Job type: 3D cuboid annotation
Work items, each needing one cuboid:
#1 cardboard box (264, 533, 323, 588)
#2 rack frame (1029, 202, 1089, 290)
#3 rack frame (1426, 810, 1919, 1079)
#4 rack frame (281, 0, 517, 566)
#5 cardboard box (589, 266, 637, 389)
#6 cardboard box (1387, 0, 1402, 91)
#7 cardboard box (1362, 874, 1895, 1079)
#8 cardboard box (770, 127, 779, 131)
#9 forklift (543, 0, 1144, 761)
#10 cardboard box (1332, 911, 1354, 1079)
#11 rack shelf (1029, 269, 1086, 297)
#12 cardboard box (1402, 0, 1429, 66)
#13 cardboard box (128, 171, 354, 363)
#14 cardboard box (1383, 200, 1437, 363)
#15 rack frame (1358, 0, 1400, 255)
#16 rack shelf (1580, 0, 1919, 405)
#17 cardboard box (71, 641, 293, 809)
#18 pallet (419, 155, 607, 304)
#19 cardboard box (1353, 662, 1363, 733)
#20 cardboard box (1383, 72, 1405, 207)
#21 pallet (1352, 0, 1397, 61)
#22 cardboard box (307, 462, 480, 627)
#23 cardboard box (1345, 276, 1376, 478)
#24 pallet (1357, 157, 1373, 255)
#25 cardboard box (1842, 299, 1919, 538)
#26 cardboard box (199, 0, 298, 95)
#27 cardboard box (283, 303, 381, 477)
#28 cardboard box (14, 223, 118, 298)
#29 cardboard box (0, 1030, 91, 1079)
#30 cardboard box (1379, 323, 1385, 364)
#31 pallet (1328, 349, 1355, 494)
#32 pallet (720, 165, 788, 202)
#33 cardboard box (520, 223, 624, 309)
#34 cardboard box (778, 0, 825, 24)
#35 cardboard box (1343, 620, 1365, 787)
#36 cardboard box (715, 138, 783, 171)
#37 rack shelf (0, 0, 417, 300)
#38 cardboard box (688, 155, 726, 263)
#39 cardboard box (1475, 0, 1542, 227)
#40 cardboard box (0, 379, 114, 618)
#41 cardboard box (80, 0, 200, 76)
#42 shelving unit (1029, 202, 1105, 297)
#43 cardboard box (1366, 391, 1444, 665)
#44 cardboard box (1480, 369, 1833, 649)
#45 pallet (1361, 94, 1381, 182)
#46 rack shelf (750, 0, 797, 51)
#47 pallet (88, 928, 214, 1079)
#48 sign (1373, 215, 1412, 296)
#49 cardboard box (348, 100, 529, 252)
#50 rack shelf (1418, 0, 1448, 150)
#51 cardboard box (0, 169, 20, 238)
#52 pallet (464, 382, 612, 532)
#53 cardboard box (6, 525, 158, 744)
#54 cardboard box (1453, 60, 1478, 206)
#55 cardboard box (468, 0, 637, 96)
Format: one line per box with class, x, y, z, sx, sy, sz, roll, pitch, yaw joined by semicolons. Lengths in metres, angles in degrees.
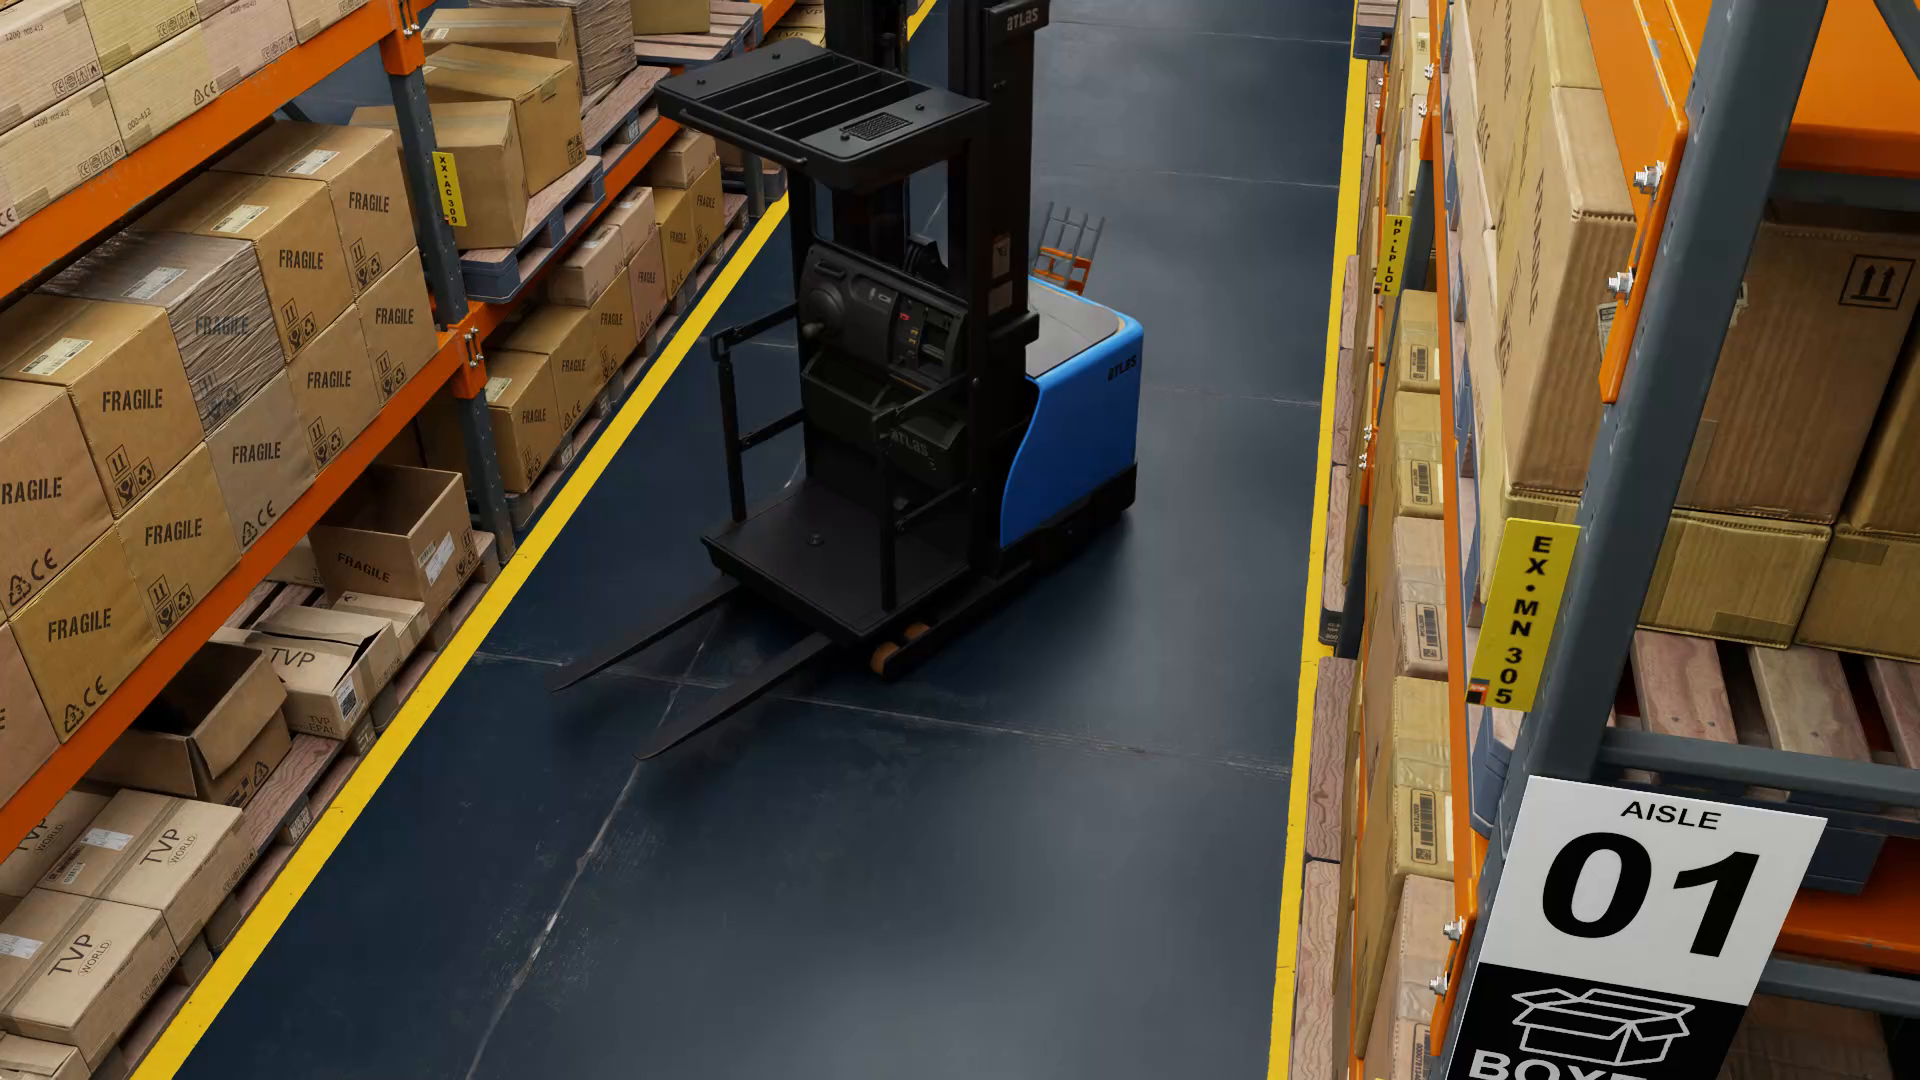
cardboard box;-2.982;-0.062;7.696;0.500;0.311;0.500;7;37;10
rack frame;0.406;-1.177;8.819;0.240;1.200;0.006;24;15;29
rack frame;1.305;1.726;3.313;1.000;3.000;0.127;7;37;10
rack frame;-2.681;-1.186;7.330;1.000;3.000;0.127;7;37;10
cardboard box;-2.122;-1.192;9.093;0.500;0.500;0.500;8;37;11
cardboard box;2.660;-2.783;9.178;0.500;0.500;0.500;8;37;11
cardboard box;1.404;1.311;3.630;0.980;0.700;0.700;9;37;12
cardboard box;-1.428;-3.026;11.377;0.500;0.311;0.500;9;37;12
forklift;-0.488;-0.906;7.003;1.130;2.935;3.031;29;45;34
cardboard box;1.571;1.579;5.288;0.700;0.500;0.500;6;36;8
rack shelf;0.510;-1.363;8.852;0.258;0.103;0.180;24;15;29
cardboard box;2.448;-2.510;8.162;0.500;0.250;0.500;8;37;10
cardboard box;-2.643;-1.015;6.157;0.500;0.500;0.500;7;36;9
cardboard box;2.012;-1.032;6.763;0.500;0.500;0.500;7;36;9
rack frame;3.014;-2.860;9.641;1.000;3.000;0.127;7;37;10
rack shelf;1.732;-1.396;3.463;1.077;0.370;4.000;7;37;10
cardboard box;-3.077;0.724;6.447;0.797;0.503;0.637;7;37;10
pallet;-2.403;-1.553;8.000;1.003;0.211;1.213;7;37;10
cardboard box;1.648;0.602;6.083;0.380;0.149;0.250;8;37;12
cardboard box;2.328;-1.900;7.960;0.500;0.500;0.500;8;37;11
pallet;3.062;-3.205;10.279;1.213;0.211;1.003;7;37;10
cardboard box;-2.525;0.010;7.435;0.500;0.500;0.500;7;37;10
cardboard box;2.358;-0.766;8.224;0.750;0.750;0.750;8;37;11
pallet;3.182;-2.179;11.077;1.003;0.211;1.213;7;37;10
cardboard box;1.697;-0.330;2.639;0.500;0.500;0.500;6;36;8
cardboard box;-2.642;-1.742;5.670;0.500;0.250;0.500;7;37;10
cardboard box;-2.646;-0.612;6.453;0.500;0.500;0.500;8;37;11
cardboard box;-3.276;-0.806;5.869;0.500;0.500;0.500;6;36;9
cardboard box;-3.056;1.736;5.338;0.380;0.166;0.250;7;37;10
cardboard box;1.986;-0.851;7.065;0.380;0.149;0.250;8;37;11
pallet;2.509;-0.592;8.886;1.003;0.211;1.213;7;37;10
pallet;-1.612;-2.817;11.957;1.003;0.211;1.213;7;37;10
cardboard box;-2.126;-1.476;8.846;0.500;0.250;0.500;7;37;10
cardboard box;-1.103;-3.916;12.604;0.500;0.311;0.500;7;36;9
cardboard box;1.900;0.691;6.513;0.700;0.500;0.500;8;37;11
cardboard box;-1.428;-2.799;11.542;0.500;0.250;0.500;7;37;10
rack shelf;-3.108;-0.963;5.079;1.077;0.370;4.000;7;37;10
cardboard box;-1.797;-2.080;10.318;0.500;0.500;0.500;9;37;12
cardboard box;1.416;-0.981;3.538;0.500;0.500;0.500;6;36;8
cardboard box;-2.967;-0.146;4.959;0.500;0.500;0.500;8;37;11
cardboard box;-2.738;-1.657;5.126;0.500;0.250;0.500;7;37;10
shelving unit;0.455;-1.181;8.896;0.258;1.200;0.189;24;15;29
cardboard box;1.866;0.038;5.386;0.980;0.700;0.700;6;36;9
cardboard box;1.202;-0.091;2.949;0.500;0.250;0.500;8;37;11
pallet;3.445;-2.876;12.039;1.003;0.211;1.213;7;37;10
rack shelf;-1.399;-4.335;12.288;1.077;0.370;4.000;7;37;10
pallet;-3.349;1.736;5.676;1.003;0.211;1.213;7;37;10
sign;1.627;-1.066;6.246;0.100;0.325;0.005;7;37;10
cardboard box;-2.361;-1.640;7.514;0.700;0.500;0.500;-4;36;-6
rack shelf;2.587;-2.637;7.389;1.077;0.370;4.000;7;37;10
cardboard box;-2.952;-0.881;4.482;0.500;0.250;0.500;7;37;10
pallet;-2.544;-0.528;8.799;1.003;0.211;1.213;7;37;10
cardboard box;-2.968;0.262;5.248;0.500;0.500;0.500;7;37;10
cardboard box;1.529;-0.983;4.179;0.500;0.250;0.500;6;36;9
cardboard box;-2.233;-2.814;9.134;0.700;0.500;0.500;14;38;19
